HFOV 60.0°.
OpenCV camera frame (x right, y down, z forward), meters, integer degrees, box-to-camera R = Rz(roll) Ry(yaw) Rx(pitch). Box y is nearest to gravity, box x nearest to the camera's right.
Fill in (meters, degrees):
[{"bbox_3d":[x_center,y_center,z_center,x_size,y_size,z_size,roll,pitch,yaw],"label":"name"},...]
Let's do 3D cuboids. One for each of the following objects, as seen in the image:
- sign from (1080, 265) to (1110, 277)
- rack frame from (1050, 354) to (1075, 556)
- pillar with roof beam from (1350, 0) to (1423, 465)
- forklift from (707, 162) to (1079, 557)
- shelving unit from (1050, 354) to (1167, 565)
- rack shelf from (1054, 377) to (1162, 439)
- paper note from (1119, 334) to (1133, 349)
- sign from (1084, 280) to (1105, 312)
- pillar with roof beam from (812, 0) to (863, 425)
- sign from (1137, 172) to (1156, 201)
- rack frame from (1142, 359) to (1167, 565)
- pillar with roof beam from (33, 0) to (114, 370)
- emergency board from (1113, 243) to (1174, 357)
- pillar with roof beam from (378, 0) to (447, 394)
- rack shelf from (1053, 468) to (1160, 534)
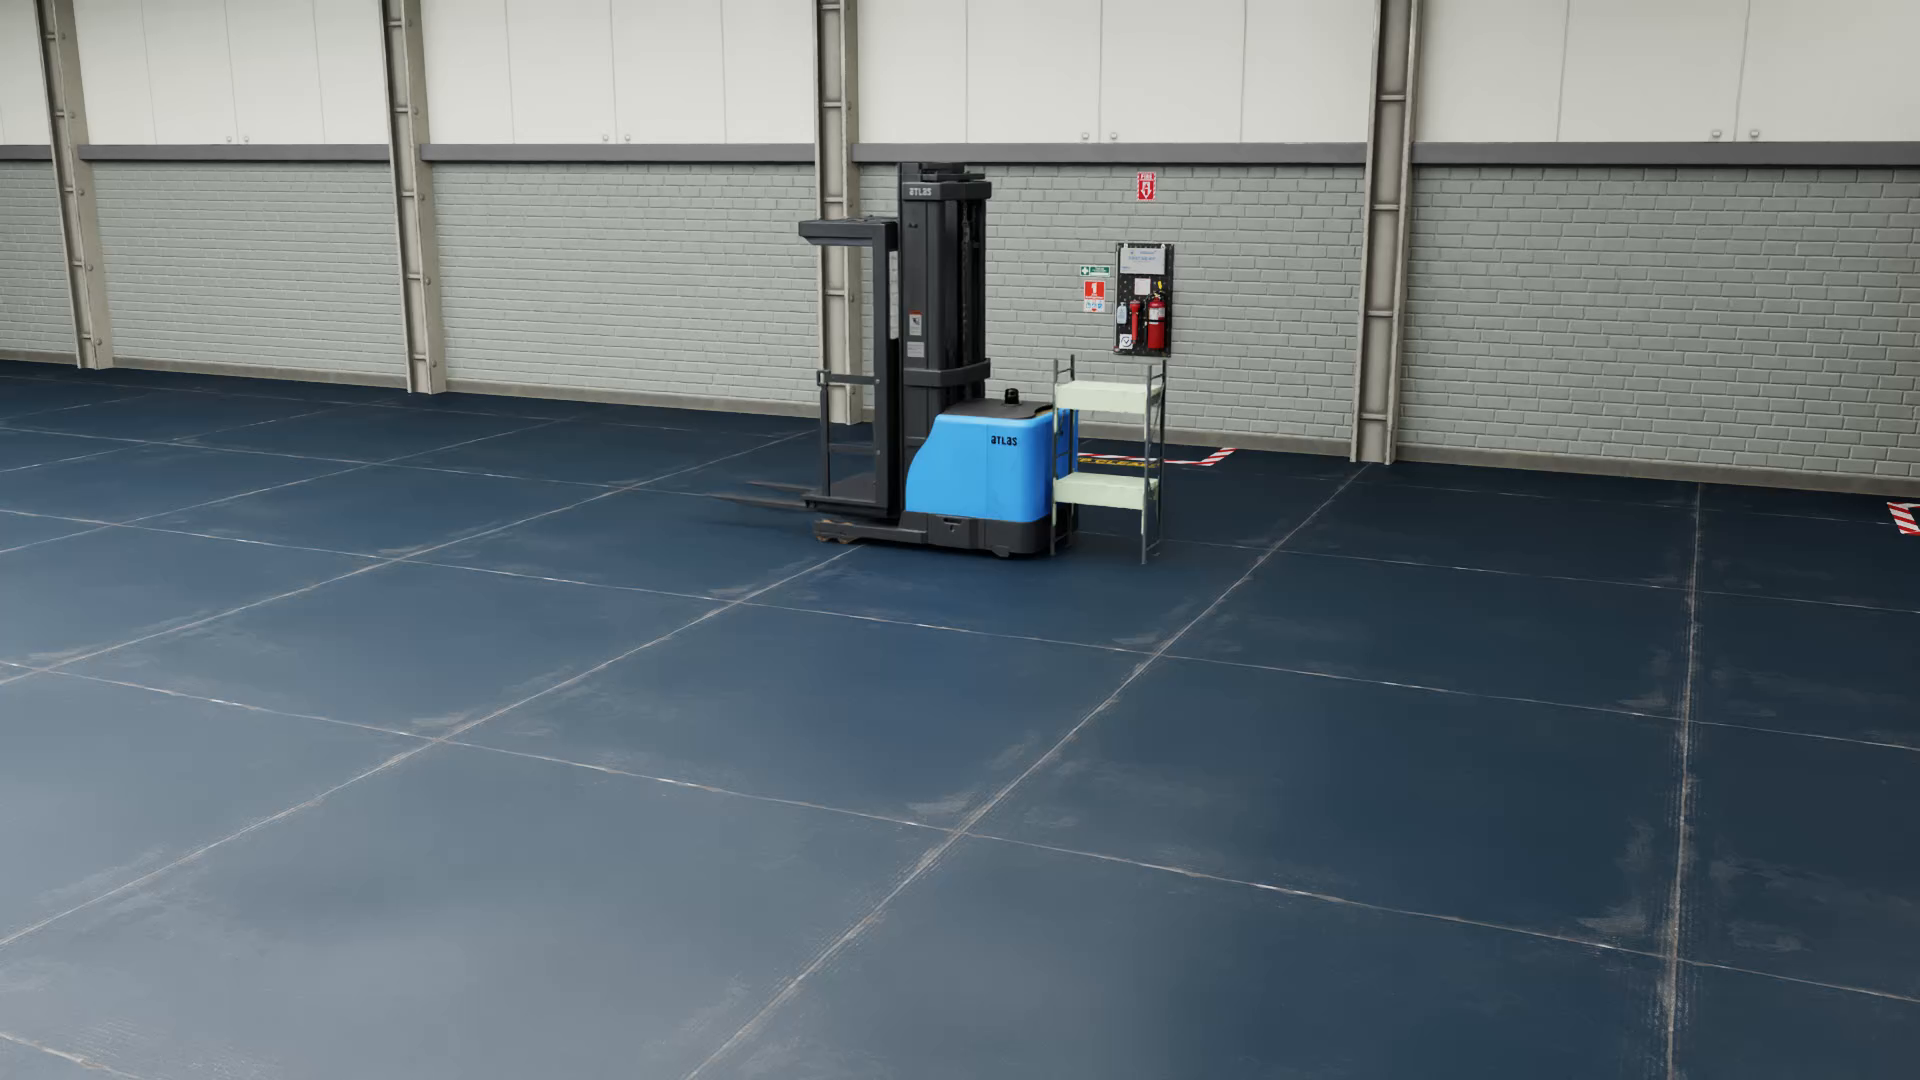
[{"bbox_3d":[1.424,-2.838,17.544,0.331,0.109,0.001,6,14,23],"label":"sign"},{"bbox_3d":[0.787,-0.653,12.742,0.023,1.500,0.400,6,15,23],"label":"rack frame"},{"bbox_3d":[2.387,-4.277,11.783,0.400,9.000,9.100,6,14,23],"label":"pillar with roof beam"},{"bbox_3d":[-0.607,-1.503,13.243,3.031,2.935,1.130,6,15,25],"label":"forklift"},{"bbox_3d":[1.121,-0.617,12.597,0.755,1.500,0.431,6,15,23],"label":"shelving unit"},{"bbox_3d":[1.123,-0.997,12.507,0.720,0.370,0.431,6,15,23],"label":"rack shelf"},{"bbox_3d":[1.753,-2.094,17.540,0.142,0.148,0.016,6,14,23],"label":"paper note"},{"bbox_3d":[1.423,-2.582,17.614,0.234,0.329,0.001,6,14,23],"label":"sign"},{"bbox_3d":[-3.098,-4.832,14.149,0.400,9.000,9.100,6,14,23],"label":"pillar with roof beam"},{"bbox_3d":[1.920,-3.642,17.135,0.199,0.298,0.001,6,14,23],"label":"sign"},{"bbox_3d":[1.455,-0.582,12.452,0.023,1.500,0.400,6,15,23],"label":"rack frame"},{"bbox_3d":[-14.070,-5.942,18.880,0.400,9.000,9.100,6,14,23],"label":"pillar with roof beam"},{"bbox_3d":[1.887,-2.492,17.308,0.643,1.169,0.194,6,14,23],"label":"emergency board"},{"bbox_3d":[-8.584,-5.387,16.515,0.400,9.000,9.100,6,14,23],"label":"pillar with roof beam"},{"bbox_3d":[1.120,-0.300,12.672,0.720,0.370,0.431,6,15,23],"label":"rack shelf"}]
